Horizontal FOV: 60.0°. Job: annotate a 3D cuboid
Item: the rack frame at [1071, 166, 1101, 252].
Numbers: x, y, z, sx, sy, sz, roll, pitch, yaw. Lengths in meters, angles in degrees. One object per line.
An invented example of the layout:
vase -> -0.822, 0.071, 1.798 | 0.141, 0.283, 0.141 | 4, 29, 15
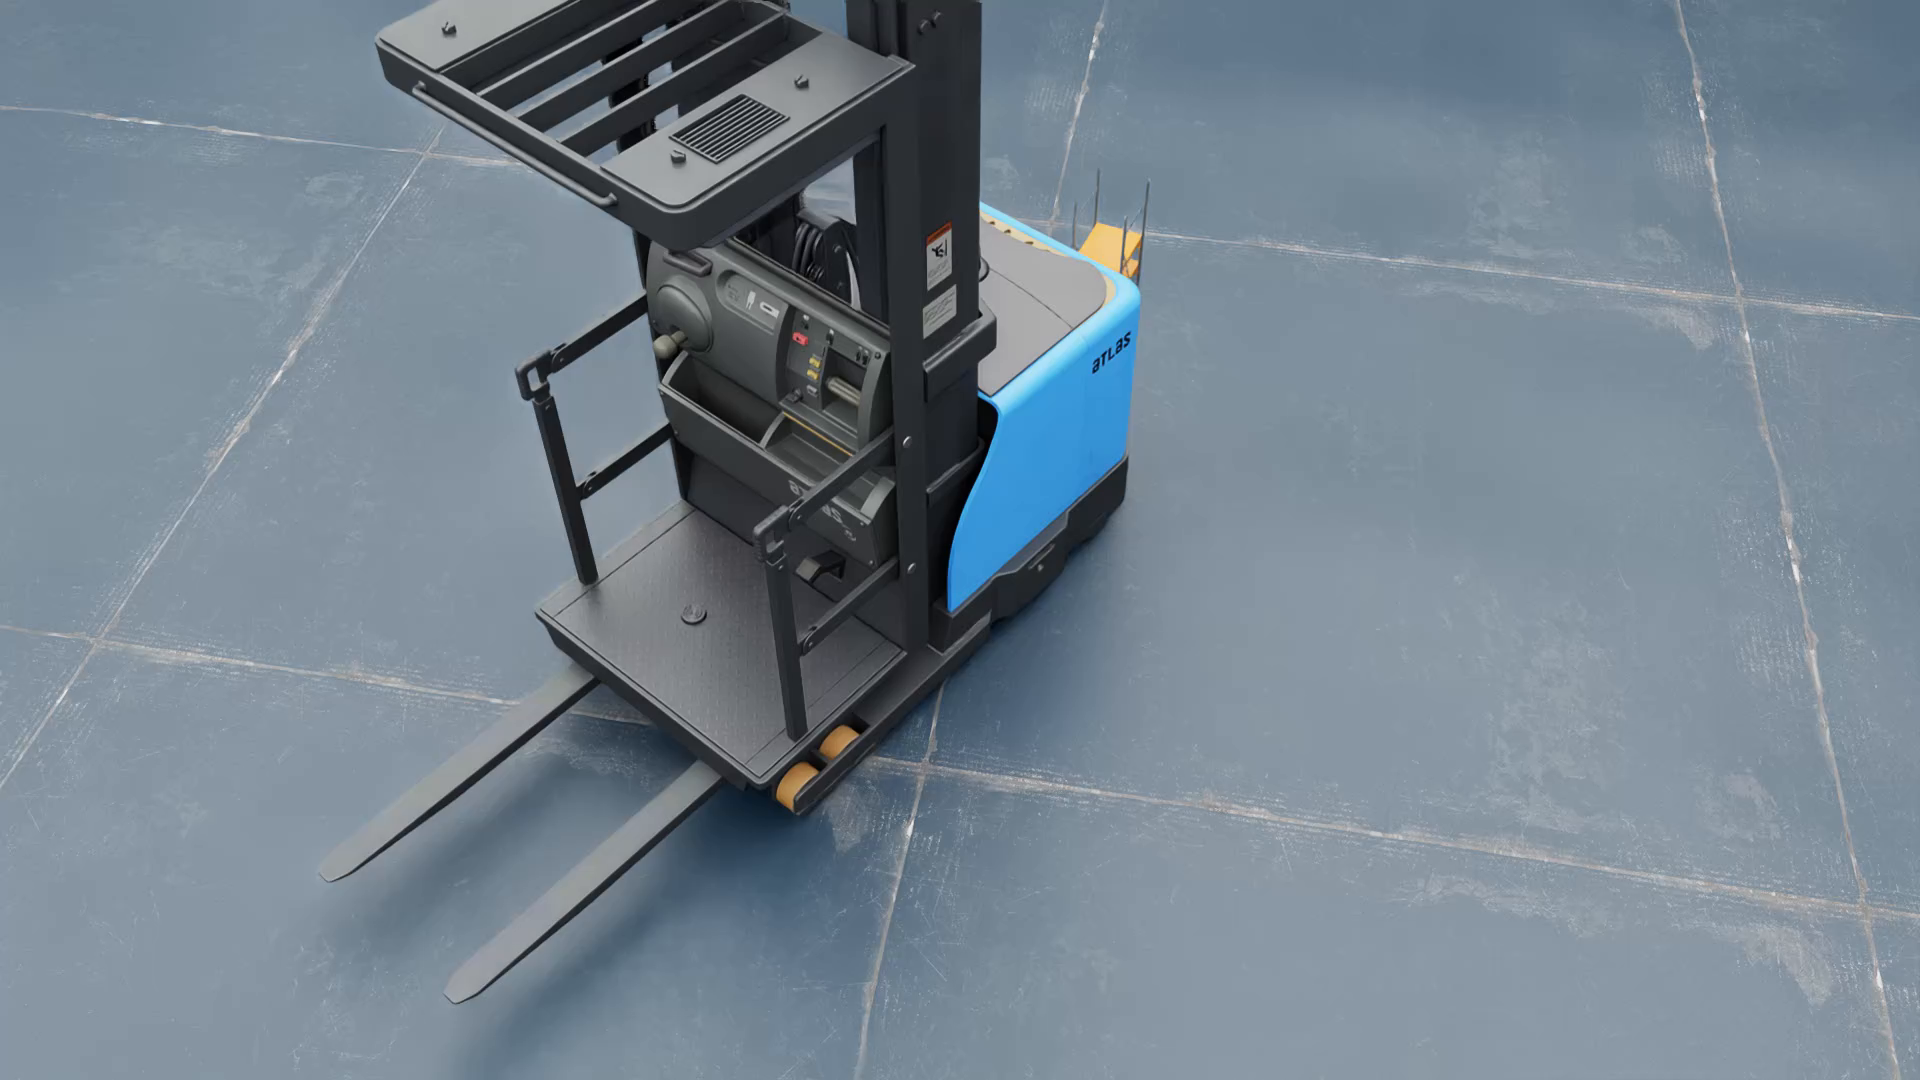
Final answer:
rack frame -> 0.440, -0.823, 6.183 | 0.006, 1.200, 0.240 | 19, 51, 16

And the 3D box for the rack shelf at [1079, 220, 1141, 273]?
rack shelf -> 0.524, -1.005, 5.923 | 0.180, 0.103, 0.258 | 19, 51, 16

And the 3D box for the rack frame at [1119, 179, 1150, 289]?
rack frame -> 0.607, -0.766, 6.132 | 0.006, 1.200, 0.240 | 19, 51, 16

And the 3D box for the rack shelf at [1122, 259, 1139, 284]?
rack shelf -> 0.524, -0.925, 6.012 | 0.180, 0.103, 0.258 | 19, 51, 16

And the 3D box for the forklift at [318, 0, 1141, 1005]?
forklift -> -0.714, -0.518, 4.745 | 1.130, 2.935, 3.031 | 32, 56, 26

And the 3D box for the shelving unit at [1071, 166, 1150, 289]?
shelving unit -> 0.524, -0.795, 6.157 | 0.189, 1.200, 0.258 | 19, 51, 16
